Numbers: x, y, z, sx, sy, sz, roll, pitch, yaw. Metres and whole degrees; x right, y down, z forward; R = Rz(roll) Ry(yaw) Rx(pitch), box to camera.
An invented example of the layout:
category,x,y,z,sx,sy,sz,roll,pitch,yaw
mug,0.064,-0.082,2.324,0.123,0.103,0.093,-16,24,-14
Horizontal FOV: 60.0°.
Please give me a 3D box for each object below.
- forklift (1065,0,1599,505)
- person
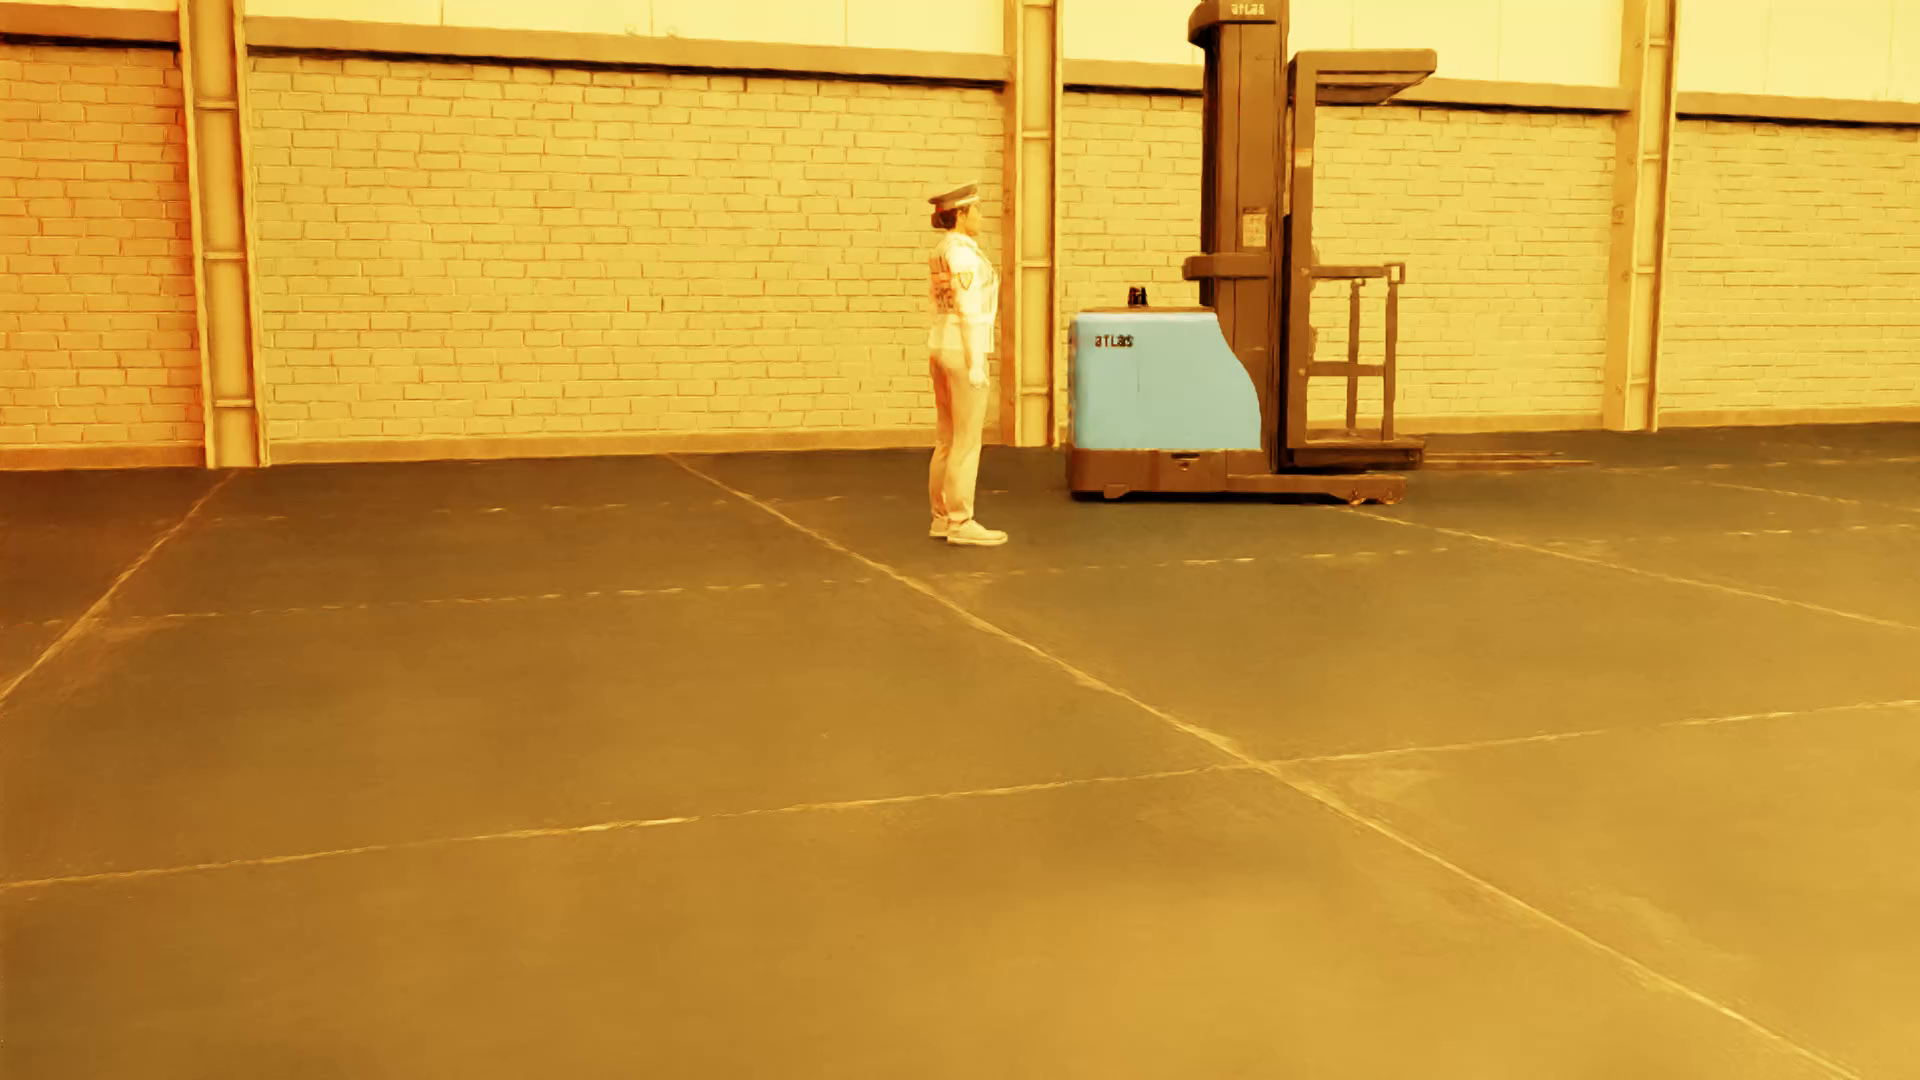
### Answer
category,x,y,z,sx,sy,sz,roll,pitch,yaw
forklift,2.161,-1.726,9.737,3.031,2.935,1.130,0,8,1
person,0.014,-0.836,7.816,0.337,1.692,0.463,-3,8,-18
